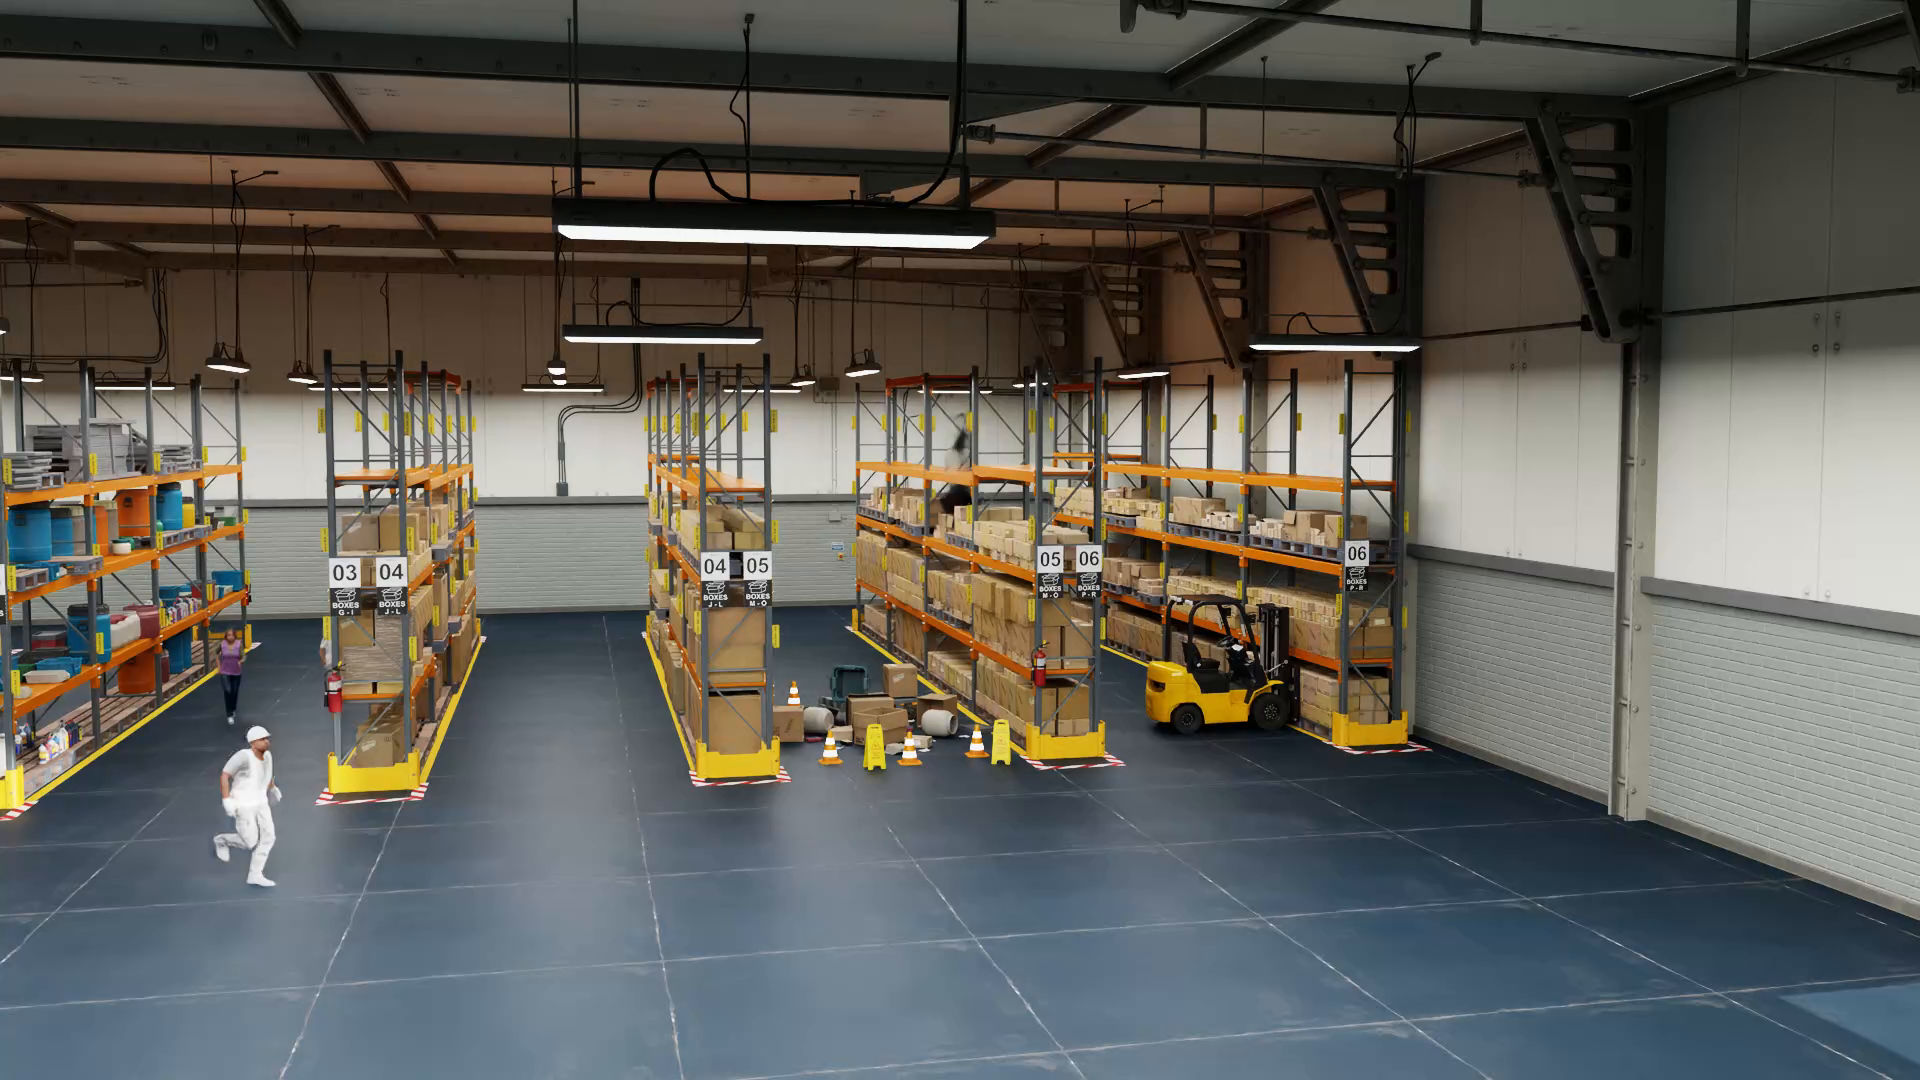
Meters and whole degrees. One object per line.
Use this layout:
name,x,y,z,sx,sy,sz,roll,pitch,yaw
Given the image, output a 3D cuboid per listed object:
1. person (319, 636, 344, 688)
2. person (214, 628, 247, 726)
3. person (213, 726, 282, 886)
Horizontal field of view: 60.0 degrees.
person,-10.945,2.170,29.161,0.537,1.679,0.618,-2,4,-22
person,-12.228,2.292,27.896,0.475,1.604,0.835,-3,5,-33
person,-7.808,2.894,18.156,0.734,1.744,0.712,1,4,18
